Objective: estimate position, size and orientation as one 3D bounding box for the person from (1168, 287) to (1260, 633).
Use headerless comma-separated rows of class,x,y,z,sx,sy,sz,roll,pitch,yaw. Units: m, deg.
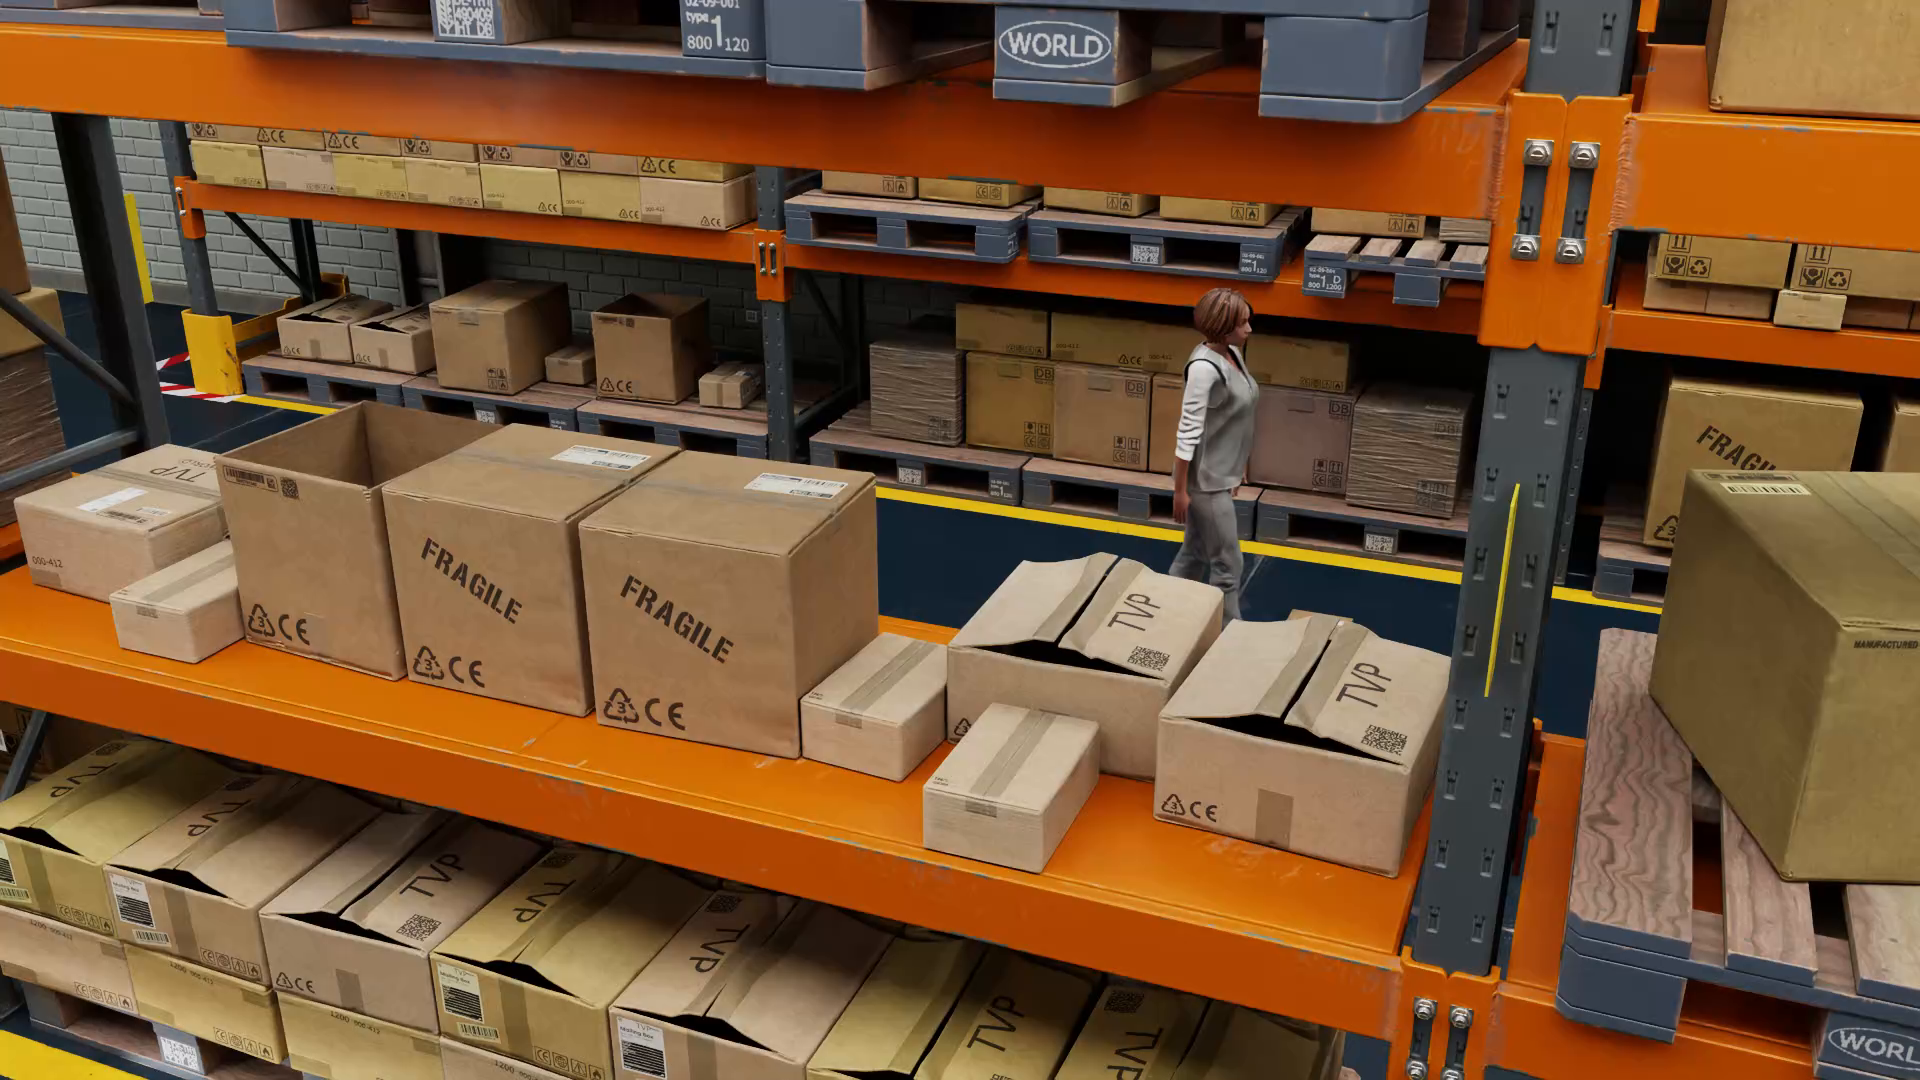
person,1.099,-0.226,6.627,0.586,1.592,0.425,7,24,16
